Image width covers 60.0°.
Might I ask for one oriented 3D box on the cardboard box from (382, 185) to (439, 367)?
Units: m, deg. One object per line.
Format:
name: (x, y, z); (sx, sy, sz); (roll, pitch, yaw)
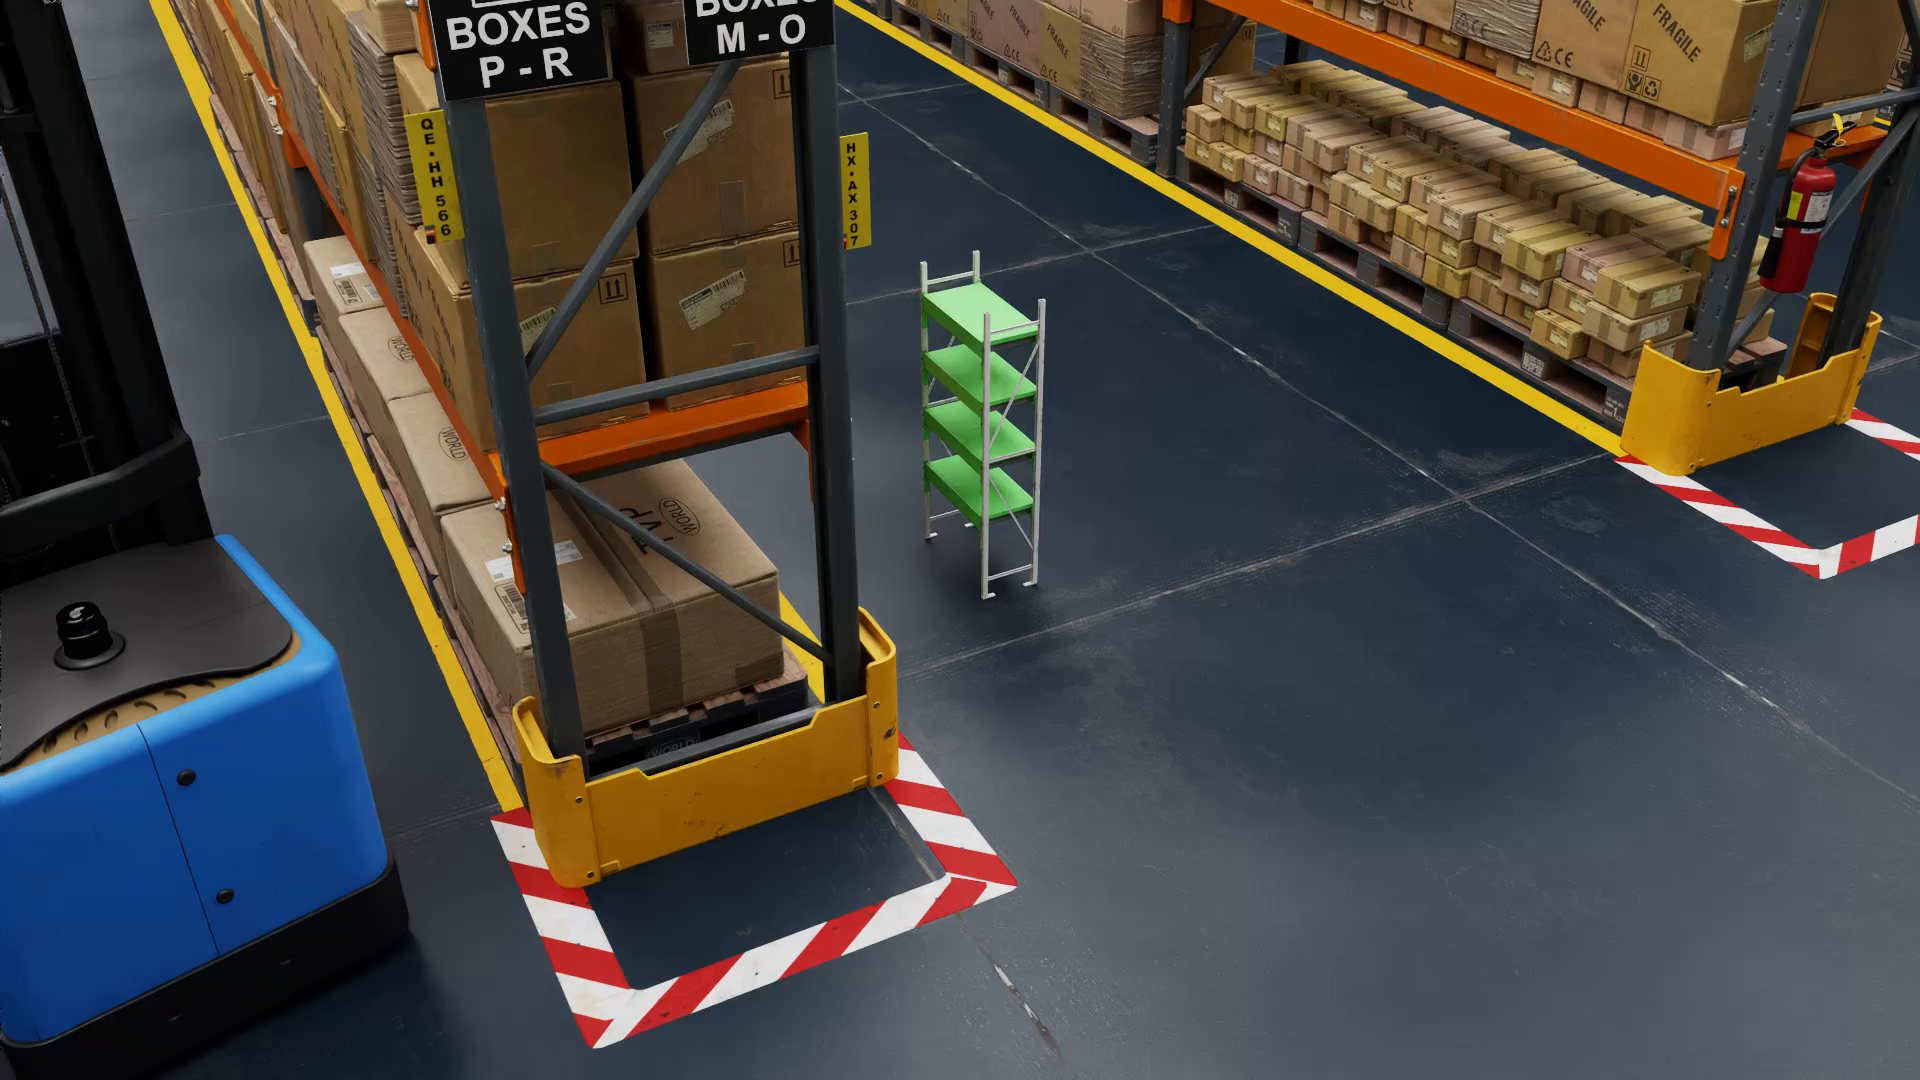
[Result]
cardboard box: (-1.469, -0.873, 5.239); (0.500, 0.500, 0.500); (-17, 36, -24)

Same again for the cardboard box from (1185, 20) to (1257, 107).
cardboard box: (1.568, -3.170, 10.845); (0.500, 0.500, 0.500); (-14, 35, -21)

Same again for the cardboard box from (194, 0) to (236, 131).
cardboard box: (-4.270, -3.173, 10.503); (0.875, 0.875, 0.875); (-16, 36, -24)

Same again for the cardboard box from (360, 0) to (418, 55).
cardboard box: (-1.468, -1.498, 4.687); (0.380, 0.149, 0.250); (-16, 36, -24)

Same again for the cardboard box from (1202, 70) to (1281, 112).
cardboard box: (1.655, -2.637, 9.787); (0.380, 0.149, 0.250); (-14, 35, -21)

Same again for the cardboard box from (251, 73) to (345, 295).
cardboard box: (-3.014, -1.891, 8.501); (0.875, 0.875, 0.875); (-15, 35, -22)

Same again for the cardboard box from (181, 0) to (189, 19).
cardboard box: (-5.473, -4.298, 12.724); (0.950, 0.372, 0.625); (-15, 35, -22)

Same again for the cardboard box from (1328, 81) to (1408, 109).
cardboard box: (2.351, -2.520, 9.604); (0.380, 0.149, 0.250); (-16, 36, -24)

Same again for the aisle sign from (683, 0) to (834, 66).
aisle sign: (-0.499, -1.557, 3.990); (0.394, 0.787, 0.004); (-16, 36, -23)

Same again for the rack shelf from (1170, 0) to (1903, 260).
rack shelf: (2.610, -2.369, 8.334); (1.077, 0.370, 4.000); (-16, 36, -23)

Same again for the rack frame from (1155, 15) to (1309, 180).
rack frame: (1.678, -3.626, 9.629); (1.000, 3.000, 0.127); (-16, 36, -23)

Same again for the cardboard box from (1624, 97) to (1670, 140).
cardboard box: (3.058, -1.824, 7.049); (0.380, 0.149, 0.250); (-16, 36, -23)

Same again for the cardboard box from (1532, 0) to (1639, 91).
cardboard box: (2.870, -2.281, 7.162); (0.500, 0.500, 0.500); (-16, 36, -24)

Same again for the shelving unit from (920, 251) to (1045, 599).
shelving unit: (0.077, -0.426, 6.303); (0.258, 1.200, 0.503); (-16, 36, -23)

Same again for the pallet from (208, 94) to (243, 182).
pallet: (-4.218, -2.672, 10.726); (1.003, 0.211, 1.213); (-16, 36, -23)

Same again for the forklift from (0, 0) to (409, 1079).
forklift: (-2.950, -0.477, 4.778); (1.130, 2.935, 3.031); (-25, 40, -33)

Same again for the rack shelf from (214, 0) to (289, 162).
rack shelf: (-3.587, -2.984, 9.295); (1.077, 0.370, 4.000); (-16, 36, -23)

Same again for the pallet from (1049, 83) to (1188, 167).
pallet: (1.314, -2.823, 10.961); (1.003, 0.211, 1.213); (-16, 36, -23)

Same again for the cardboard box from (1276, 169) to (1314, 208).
cardboard box: (2.012, -2.007, 9.355); (0.380, 0.149, 0.250); (-17, 36, -24)

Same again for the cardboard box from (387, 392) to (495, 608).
cardboard box: (-1.619, -0.246, 6.340); (0.875, 0.438, 0.875); (-15, 36, -22)

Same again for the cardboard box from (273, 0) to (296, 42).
cardboard box: (-2.416, -2.265, 6.486); (0.500, 0.500, 0.500); (-16, 36, -24)

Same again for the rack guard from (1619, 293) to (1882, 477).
rack guard: (3.508, -0.701, 7.381); (1.175, 0.500, 0.348); (-16, 36, -23)

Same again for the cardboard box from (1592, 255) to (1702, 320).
cardboard box: (3.072, -1.133, 7.440); (0.380, 0.149, 0.250); (-15, 36, -23)

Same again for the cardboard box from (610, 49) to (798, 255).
cardboard box: (-0.761, -1.188, 4.804); (0.500, 0.500, 0.500); (-17, 36, -24)

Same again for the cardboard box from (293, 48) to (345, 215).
cardboard box: (-2.210, -1.605, 6.382); (0.500, 0.500, 0.500); (-16, 36, -23)

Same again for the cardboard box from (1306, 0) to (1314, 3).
cardboard box: (1.999, -2.953, 8.812); (0.380, 0.149, 0.250); (-18, 37, -25)

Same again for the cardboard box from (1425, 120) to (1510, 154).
cardboard box: (2.747, -2.145, 9.019); (0.380, 0.149, 0.250); (-17, 36, -25)

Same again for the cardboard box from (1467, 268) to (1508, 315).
cardboard box: (2.730, -1.252, 8.177); (0.380, 0.149, 0.250); (-15, 36, -23)

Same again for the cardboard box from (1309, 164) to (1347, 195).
cardboard box: (2.137, -2.002, 9.072); (0.380, 0.149, 0.250); (-14, 35, -21)

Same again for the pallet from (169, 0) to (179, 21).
pallet: (-6.020, -4.605, 13.743); (1.003, 0.211, 1.213); (-16, 36, -23)

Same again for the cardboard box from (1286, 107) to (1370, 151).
cardboard box: (2.035, -2.263, 9.204); (0.380, 0.149, 0.250); (-17, 36, -24)

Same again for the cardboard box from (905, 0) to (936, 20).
cardboard box: (-0.083, -4.258, 12.543); (0.500, 0.500, 0.500); (-17, 37, -25)

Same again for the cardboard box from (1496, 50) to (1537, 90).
cardboard box: (2.691, -2.189, 7.619); (0.380, 0.149, 0.250); (-18, 37, -25)

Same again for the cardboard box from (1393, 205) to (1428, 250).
cardboard box: (2.445, -1.617, 8.472); (0.380, 0.149, 0.250); (-14, 35, -21)

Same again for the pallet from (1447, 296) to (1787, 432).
pallet: (3.160, -0.976, 8.078); (1.003, 0.211, 1.213); (-16, 36, -23)

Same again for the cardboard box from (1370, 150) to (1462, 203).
cardboard box: (2.361, -1.884, 8.613); (0.380, 0.149, 0.250); (-16, 36, -23)

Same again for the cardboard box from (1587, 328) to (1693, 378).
cardboard box: (3.113, -0.892, 7.616); (0.380, 0.149, 0.250); (-15, 36, -22)

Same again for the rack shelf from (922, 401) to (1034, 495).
rack shelf: (0.077, -0.372, 6.338); (0.258, 0.148, 0.480); (-16, 36, -23)

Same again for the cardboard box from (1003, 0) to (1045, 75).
cardboard box: (0.636, -3.531, 11.409); (0.500, 0.500, 0.500); (-17, 36, -24)

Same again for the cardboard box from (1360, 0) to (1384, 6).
cardboard box: (2.126, -3.010, 8.299); (0.500, 0.500, 0.500); (-17, 36, -24)

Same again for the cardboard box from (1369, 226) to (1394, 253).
cardboard box: (2.394, -1.633, 8.772); (0.380, 0.149, 0.250); (-15, 36, -22)

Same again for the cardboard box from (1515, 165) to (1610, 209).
cardboard box: (3.050, -1.766, 8.427); (0.380, 0.149, 0.250); (-14, 35, -21)

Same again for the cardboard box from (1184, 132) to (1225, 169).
cardboard box: (1.563, -2.348, 9.888); (0.380, 0.149, 0.250); (-18, 37, -25)

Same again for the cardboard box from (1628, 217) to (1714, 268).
cardboard box: (3.364, -1.381, 7.827); (0.380, 0.149, 0.250); (-15, 36, -22)

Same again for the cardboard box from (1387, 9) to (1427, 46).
cardboard box: (2.344, -2.570, 8.214); (0.380, 0.149, 0.250); (-14, 35, -21)

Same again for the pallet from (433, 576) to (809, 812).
pallet: (-1.231, 0.388, 5.948); (1.003, 0.211, 1.213); (-16, 36, -23)

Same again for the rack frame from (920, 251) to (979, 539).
rack frame: (-0.037, -0.543, 6.485); (0.240, 1.200, 0.015); (-16, 36, -23)

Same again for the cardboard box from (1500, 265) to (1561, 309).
cardboard box: (2.801, -1.247, 7.893); (0.380, 0.149, 0.250); (-17, 37, -25)

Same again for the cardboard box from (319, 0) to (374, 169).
cardboard box: (-1.722, -1.536, 5.348); (0.500, 0.500, 0.500); (-16, 36, -23)

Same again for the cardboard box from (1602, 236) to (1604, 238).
cardboard box: (3.232, -1.523, 8.324); (0.380, 0.149, 0.250); (-15, 35, -22)

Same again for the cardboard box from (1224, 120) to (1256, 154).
cardboard box: (1.761, -2.376, 9.656); (0.380, 0.149, 0.250); (-16, 36, -23)

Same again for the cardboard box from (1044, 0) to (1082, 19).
cardboard box: (0.879, -3.607, 10.832); (0.500, 0.250, 0.500); (-14, 35, -21)

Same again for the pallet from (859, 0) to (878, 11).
pallet: (-0.488, -4.756, 13.978); (1.003, 0.211, 1.213); (-16, 36, -23)

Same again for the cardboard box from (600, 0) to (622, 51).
cardboard box: (-0.895, -1.506, 4.700); (0.380, 0.149, 0.250); (-15, 36, -22)

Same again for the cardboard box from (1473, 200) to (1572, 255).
cardboard box: (2.708, -1.499, 8.010); (0.380, 0.149, 0.250); (-17, 37, -25)

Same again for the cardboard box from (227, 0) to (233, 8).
cardboard box: (-3.541, -2.909, 8.650); (0.500, 0.250, 0.500); (-17, 36, -24)
